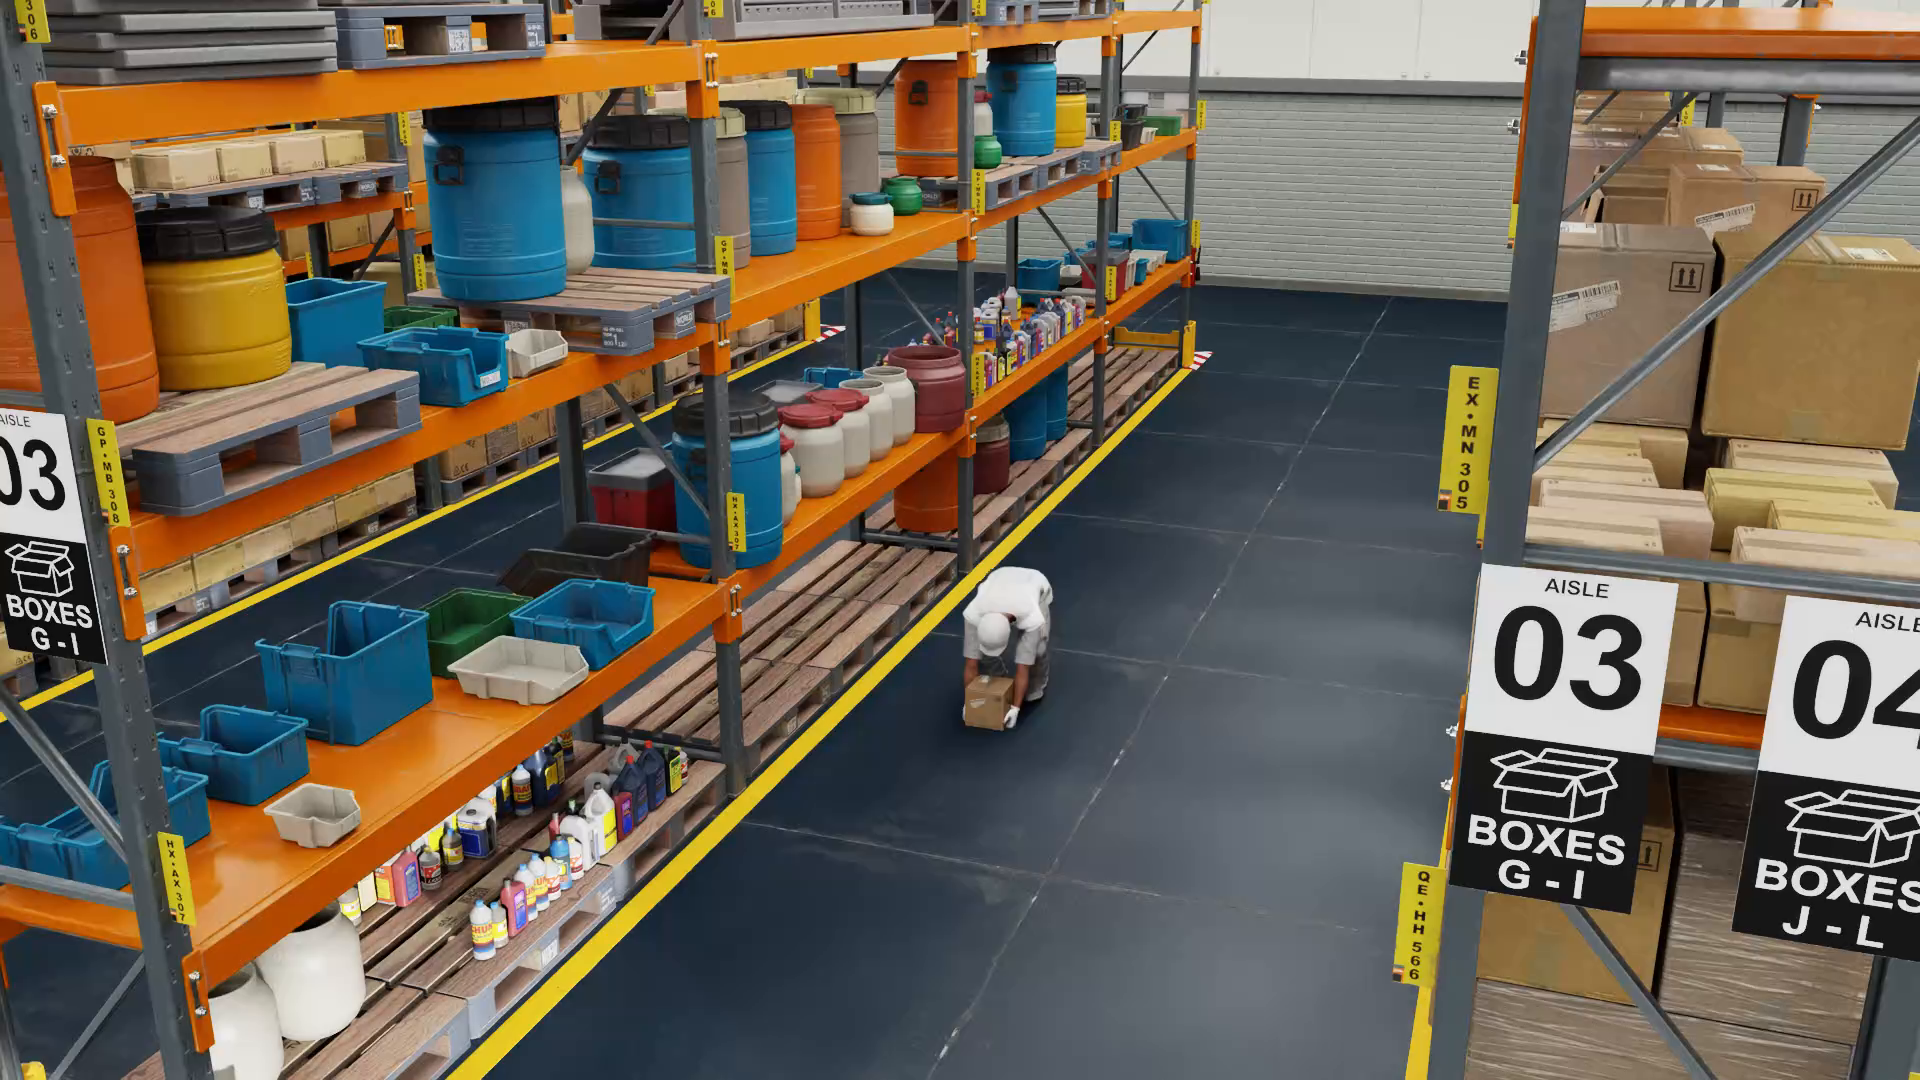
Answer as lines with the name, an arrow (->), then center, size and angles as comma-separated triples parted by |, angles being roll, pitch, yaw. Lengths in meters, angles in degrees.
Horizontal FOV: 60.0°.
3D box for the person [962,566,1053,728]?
person -> 0.314, 0.659, 10.585 | 0.532, 0.857, 0.983 | 6, 19, 16
